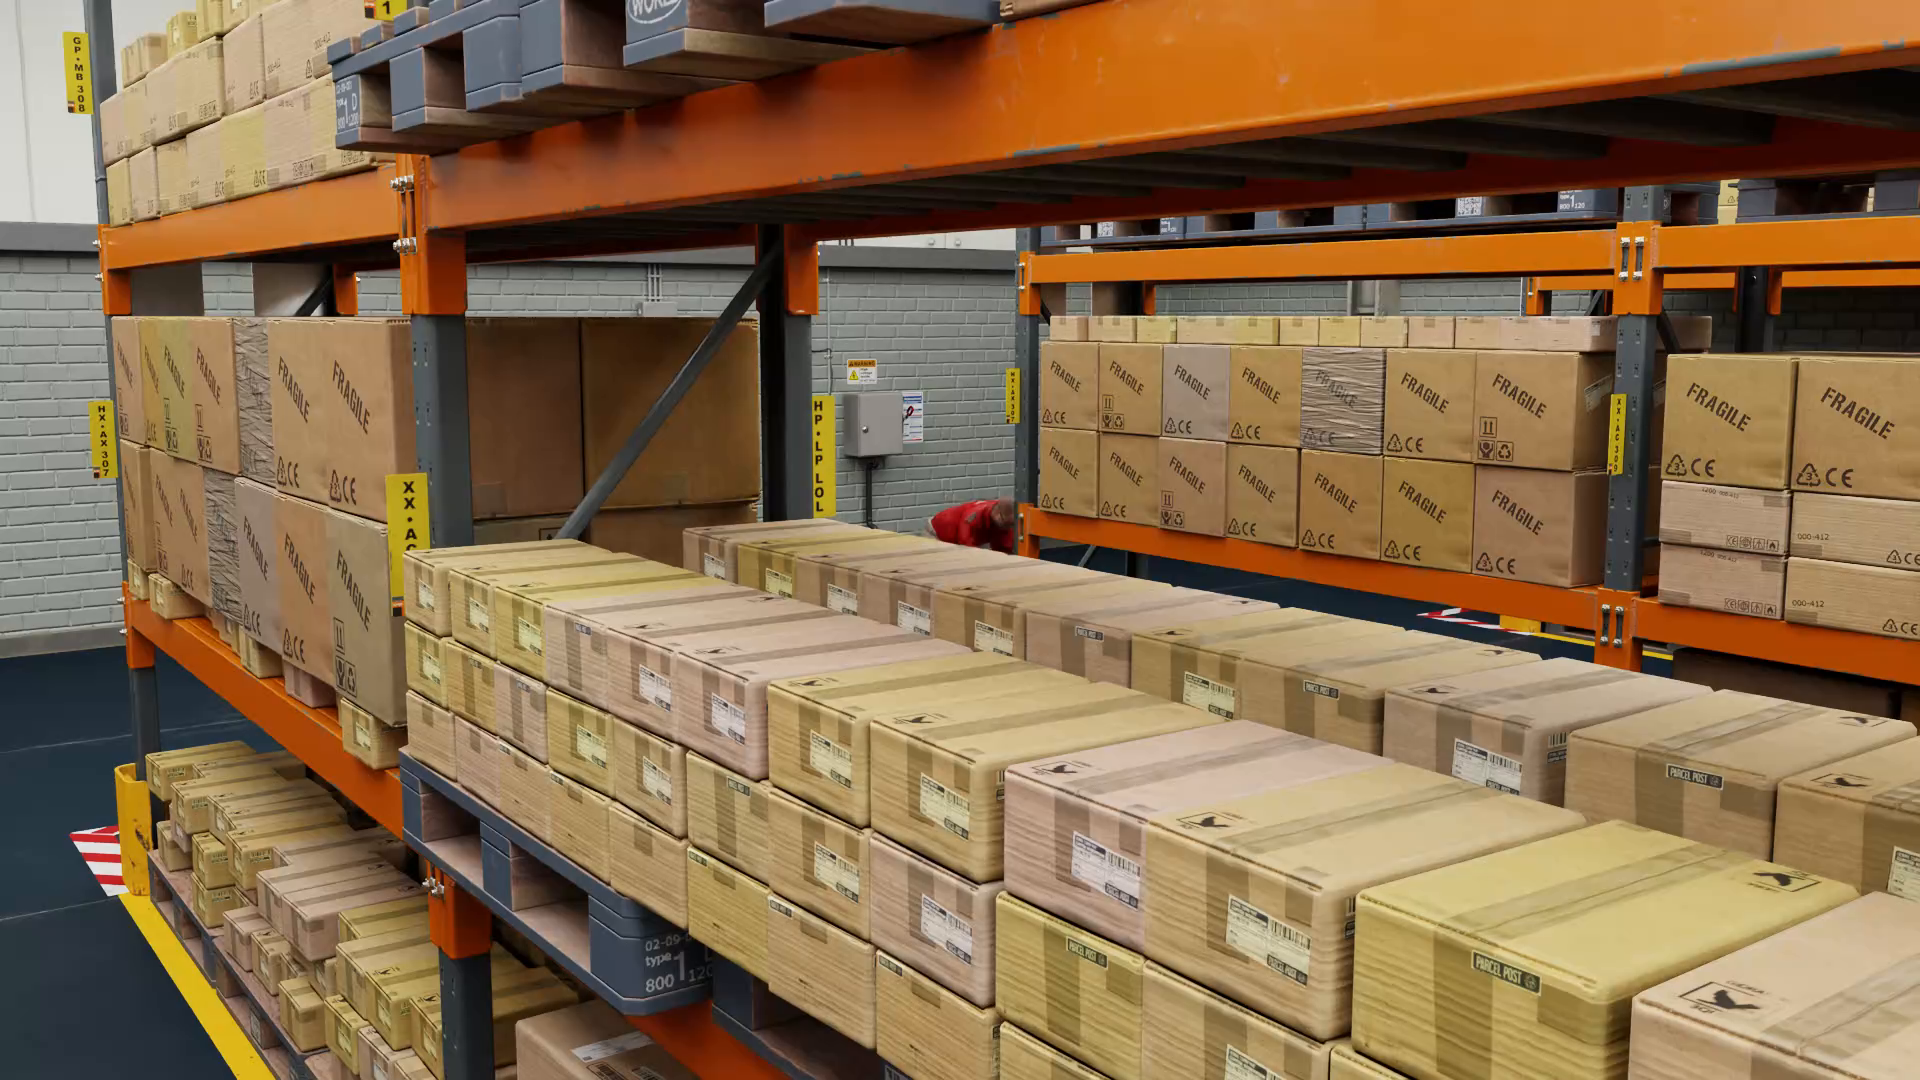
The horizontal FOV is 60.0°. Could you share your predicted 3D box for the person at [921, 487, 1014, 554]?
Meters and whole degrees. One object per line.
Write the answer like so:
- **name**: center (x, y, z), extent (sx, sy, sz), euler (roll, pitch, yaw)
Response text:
- **person**: center (0.096, 0.254, 11.581), extent (0.482, 1.308, 0.905), euler (-6, 10, -37)
